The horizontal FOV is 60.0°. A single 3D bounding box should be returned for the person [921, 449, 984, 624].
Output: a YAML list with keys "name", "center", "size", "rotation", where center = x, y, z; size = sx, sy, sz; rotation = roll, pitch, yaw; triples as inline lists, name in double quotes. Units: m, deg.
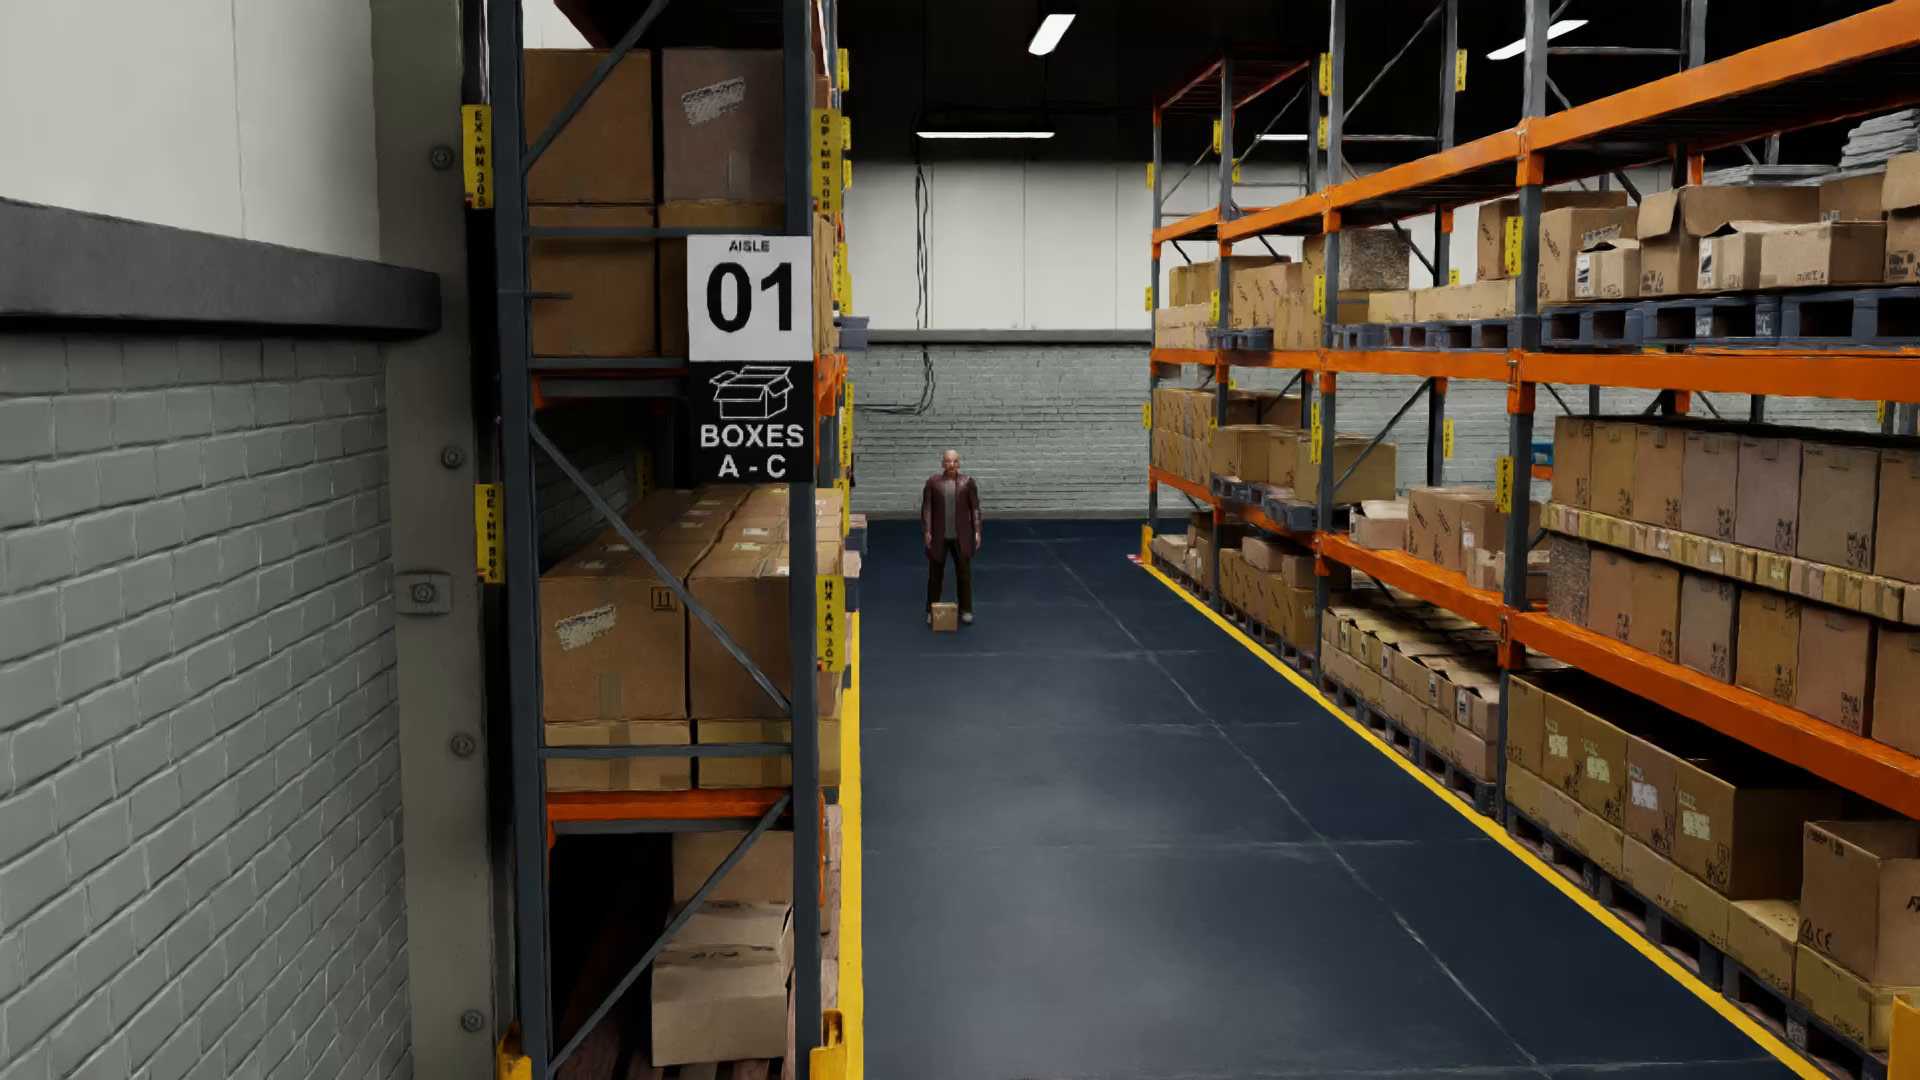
- name: "person"
  center: [-0.078, -0.021, 17.160]
  size: [0.645, 1.822, 0.476]
  rotation: [0, 7, -2]
